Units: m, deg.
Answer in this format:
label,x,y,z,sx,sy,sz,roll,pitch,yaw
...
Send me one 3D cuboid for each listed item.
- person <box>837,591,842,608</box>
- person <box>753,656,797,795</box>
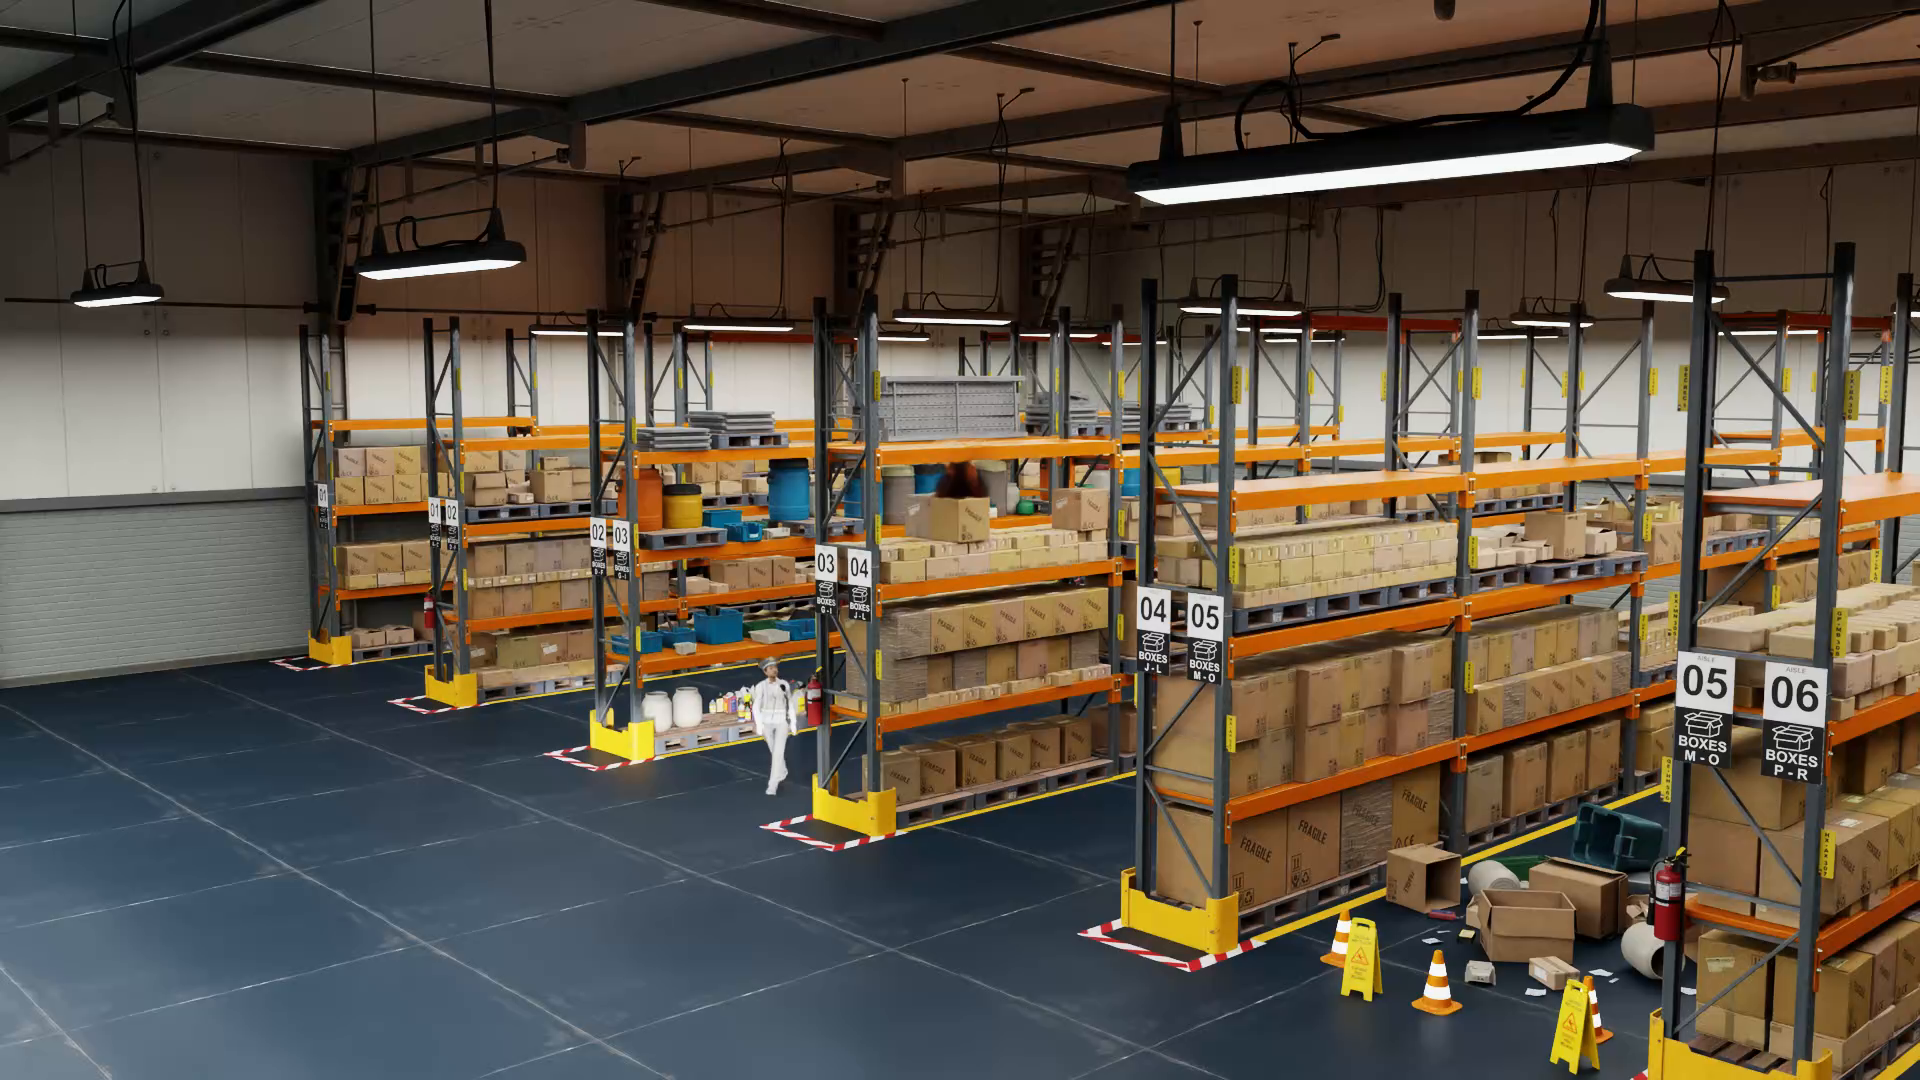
label,x,y,z,sx,sy,sz,roll,pitch,yaw
person,-2.498,0.944,33.945,0.452,1.596,0.526,-4,7,-35
person,-2.317,2.261,20.585,0.448,1.629,1.015,2,6,16
